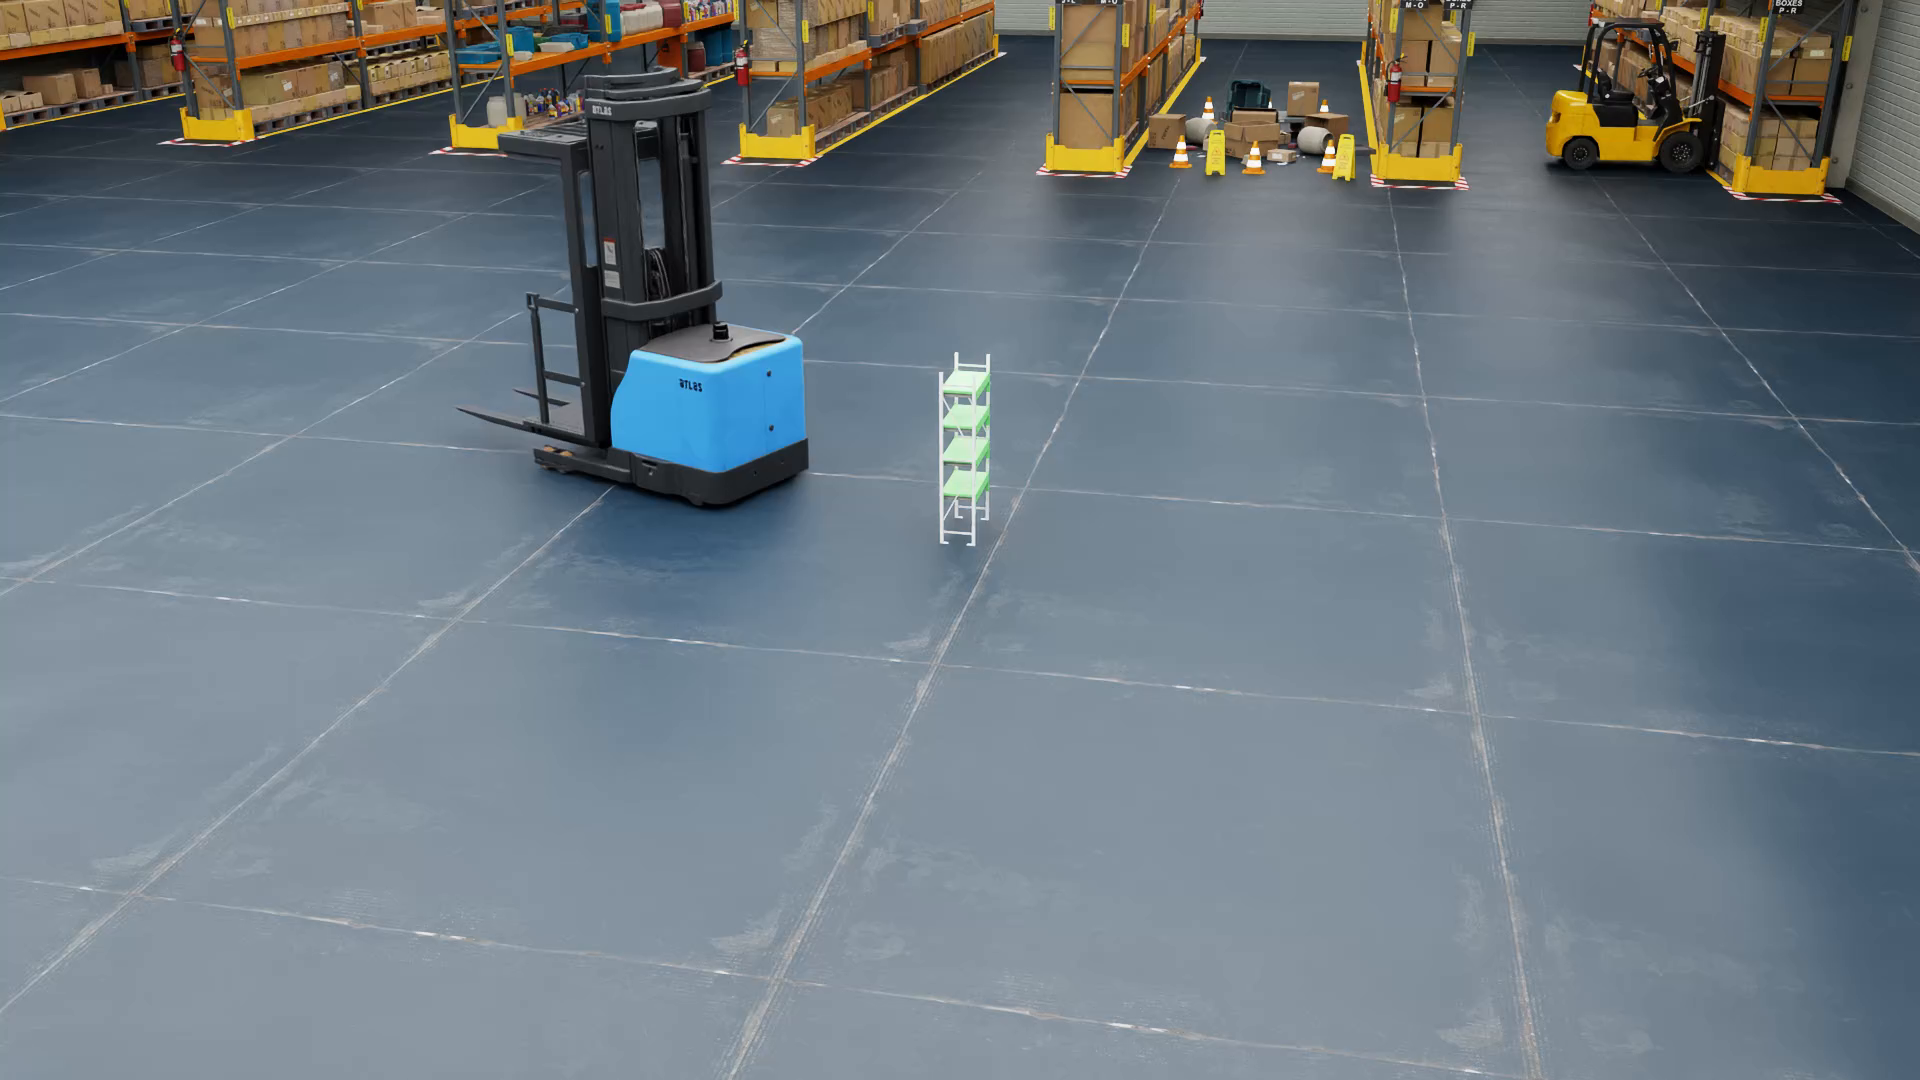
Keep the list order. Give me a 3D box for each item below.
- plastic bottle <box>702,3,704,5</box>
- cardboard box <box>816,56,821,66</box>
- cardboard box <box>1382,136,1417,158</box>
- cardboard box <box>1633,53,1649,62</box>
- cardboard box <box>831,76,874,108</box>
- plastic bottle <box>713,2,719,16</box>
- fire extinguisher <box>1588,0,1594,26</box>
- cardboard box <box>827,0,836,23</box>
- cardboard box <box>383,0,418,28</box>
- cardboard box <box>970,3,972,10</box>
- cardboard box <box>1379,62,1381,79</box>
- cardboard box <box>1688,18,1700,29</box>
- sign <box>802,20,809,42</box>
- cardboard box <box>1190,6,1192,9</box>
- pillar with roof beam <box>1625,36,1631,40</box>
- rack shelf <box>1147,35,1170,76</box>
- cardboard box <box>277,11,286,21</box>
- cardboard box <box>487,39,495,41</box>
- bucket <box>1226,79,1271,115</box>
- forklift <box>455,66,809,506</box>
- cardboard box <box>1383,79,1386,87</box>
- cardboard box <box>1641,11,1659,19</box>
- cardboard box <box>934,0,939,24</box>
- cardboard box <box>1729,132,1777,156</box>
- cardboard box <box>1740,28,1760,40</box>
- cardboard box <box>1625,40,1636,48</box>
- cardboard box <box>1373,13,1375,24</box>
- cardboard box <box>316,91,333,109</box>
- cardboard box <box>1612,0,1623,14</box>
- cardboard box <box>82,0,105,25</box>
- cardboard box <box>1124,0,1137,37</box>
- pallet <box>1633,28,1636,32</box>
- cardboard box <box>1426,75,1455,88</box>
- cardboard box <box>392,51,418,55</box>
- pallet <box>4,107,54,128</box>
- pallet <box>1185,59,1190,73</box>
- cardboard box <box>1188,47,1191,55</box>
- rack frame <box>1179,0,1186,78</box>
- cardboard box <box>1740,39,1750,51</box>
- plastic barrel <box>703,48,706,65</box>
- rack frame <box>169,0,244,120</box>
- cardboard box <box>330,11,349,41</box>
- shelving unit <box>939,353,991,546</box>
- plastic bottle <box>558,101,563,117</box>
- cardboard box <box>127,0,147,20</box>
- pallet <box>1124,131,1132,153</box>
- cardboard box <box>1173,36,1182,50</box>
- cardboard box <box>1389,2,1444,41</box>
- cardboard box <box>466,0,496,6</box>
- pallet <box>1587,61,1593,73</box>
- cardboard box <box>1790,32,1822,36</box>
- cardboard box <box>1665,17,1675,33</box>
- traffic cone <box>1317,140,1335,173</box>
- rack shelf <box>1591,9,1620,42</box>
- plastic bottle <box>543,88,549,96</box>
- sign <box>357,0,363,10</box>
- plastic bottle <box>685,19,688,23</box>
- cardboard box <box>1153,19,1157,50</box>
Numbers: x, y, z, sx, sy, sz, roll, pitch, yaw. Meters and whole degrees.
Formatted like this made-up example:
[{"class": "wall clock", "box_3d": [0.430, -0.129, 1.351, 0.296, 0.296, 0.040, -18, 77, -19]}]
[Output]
[{"class": "plastic bottle", "box_3d": [-5.741, -11.892, 37.133, 0.097, 0.201, 0.097, 0, 22, 0]}, {"class": "cardboard box", "box_3d": [-2.466, -7.738, 26.887, 0.380, 0.149, 0.250, 4, 22, 11]}, {"class": "cardboard box", "box_3d": [6.684, -5.984, 25.315, 0.500, 0.250, 0.500, 4, 22, 11]}, {"class": "cardboard box", "box_3d": [13.600, -9.585, 33.053, 0.380, 0.149, 0.250, 4, 22, 11]}, {"class": "cardboard box", "box_3d": [-1.962, -8.225, 30.519, 0.700, 0.500, 0.500, 3, 22, 7]}, {"class": "plastic bottle", "box_3d": [-5.341, -11.583, 36.264, 0.152, 0.276, 0.135, 4, 22, 11]}, {"class": "fire extinguisher", "box_3d": [14.480, -12.094, 37.971, 0.296, 0.674, 0.183, 4, 22, 11]}, {"class": "cardboard box", "box_3d": [-2.336, -8.689, 27.042, 0.500, 0.500, 0.500, 4, 22, 11]}, {"class": "cardboard box", "box_3d": [-11.315, -10.609, 33.546, 0.500, 0.500, 0.500, 3, 22, 8]}, {"class": "cardboard box", "box_3d": [0.069, -12.139, 37.815, 0.380, 0.149, 0.250, 4, 22, 9]}, {"class": "cardboard box", "box_3d": [8.818, -9.447, 33.076, 0.875, 0.875, 0.875, 5, 22, 12]}, {"class": "cardboard box", "box_3d": [12.366, -8.602, 27.695, 0.380, 0.149, 0.250, 4, 22, 9]}, {"class": "sign", "box_3d": [-2.393, -7.855, 25.684, 0.100, 0.325, 0.005, 4, 22, 11]}, {"class": "cardboard box", "box_3d": [5.150, -12.304, 38.225, 0.380, 0.149, 0.250, 3, 22, 9]}, {"class": "pillar with roof beam", "box_3d": [12.120, -16.242, 39.638, 9.100, 9.000, 0.400, 4, 22, 11]}, {"class": "rack shelf", "box_3d": [3.135, -8.941, 30.501, 1.077, 0.370, 4.000, 4, 22, 11]}, {"class": "cardboard box", "box_3d": [-12.070, -9.197, 29.172, 0.380, 0.149, 0.250, 4, 22, 10]}, {"class": "cardboard box", "box_3d": [-10.306, -10.933, 37.241, 0.500, 0.500, 0.500, 4, 22, 9]}, {"class": "bucket", "box_3d": [4.956, -7.504, 28.318, 0.726, 0.611, 0.620, 13, 15, 29]}, {"class": "forklift", "box_3d": [-2.642, -2.010, 12.421, 3.031, 2.935, 1.130, 14, 26, 32]}, {"class": "cardboard box", "box_3d": [7.021, -7.346, 26.825, 0.380, 0.149, 0.250, 5, 23, 13]}, {"class": "cardboard box", "box_3d": [13.168, -9.824, 31.370, 0.500, 0.250, 0.500, 3, 22, 8]}, {"class": "cardboard box", "box_3d": [-0.722, -11.001, 34.519, 0.500, 0.500, 0.500, 4, 22, 10]}, {"class": "cardboard box", "box_3d": [11.431, -5.716, 23.979, 0.500, 0.250, 0.500, 4, 22, 10]}, {"class": "cardboard box", "box_3d": [11.619, -7.374, 24.248, 0.380, 0.149, 0.250, 5, 22, 12]}, {"class": "cardboard box", "box_3d": [13.812, -10.110, 33.958, 0.380, 0.149, 0.250, 4, 22, 10]}, {"class": "cardboard box", "box_3d": [8.653, -10.542, 33.715, 0.500, 0.250, 0.500, 4, 22, 10]}, {"class": "cardboard box", "box_3d": [-11.885, -8.081, 30.523, 0.500, 0.250, 0.500, 4, 22, 11]}, {"class": "cardboard box", "box_3d": [14.039, -11.209, 34.972, 0.500, 0.250, 0.500, 5, 22, 11]}, {"class": "cardboard box", "box_3d": [-16.545, -9.999, 31.335, 0.500, 0.500, 0.500, 4, 22, 11]}, {"class": "cardboard box", "box_3d": [2.294, -8.186, 26.017, 0.875, 0.550, 0.550, 4, 22, 11]}, {"class": "pallet", "box_3d": [13.662, -9.911, 32.204, 1.003, 0.211, 1.213, 4, 22, 11]}, {"class": "cardboard box", "box_3d": [7.049, -6.731, 24.389, 0.380, 0.149, 0.250, 5, 22, 11]}, {"class": "cardboard box", "box_3d": [-11.482, -9.995, 34.523, 0.500, 0.311, 0.500, 4, 22, 10]}, {"class": "pallet", "box_3d": [-17.256, -7.657, 30.082, 1.003, 0.211, 1.213, 4, 22, 11]}, {"class": "pallet", "box_3d": [4.709, -10.871, 38.063, 1.003, 0.211, 1.213, 4, 22, 11]}, {"class": "cardboard box", "box_3d": [5.050, -11.151, 37.883, 0.380, 0.149, 0.250, 5, 22, 11]}, {"class": "rack frame", "box_3d": [4.359, -11.469, 35.815, 1.000, 3.000, 0.127, 4, 22, 11]}, {"class": "cardboard box", "box_3d": [11.640, -7.235, 24.301, 0.380, 0.149, 0.250, 4, 22, 9]}, {"class": "plastic barrel", "box_3d": [-5.799, -10.646, 36.539, 0.421, 0.512, 0.421, 0, 22, 0]}, {"class": "rack frame", "box_3d": [-12.621, -8.252, 27.827, 1.000, 3.000, 0.127, 4, 22, 11]}, {"class": "cardboard box", "box_3d": [-11.890, -9.598, 31.036, 0.700, 0.500, 0.500, 4, 22, 10]}, {"class": "shelving unit", "box_3d": [0.034, -0.617, 11.280, 0.258, 1.200, 0.503, 4, 22, 11]}, {"class": "plastic bottle", "box_3d": [-7.028, -7.576, 29.212, 0.097, 0.271, 0.097, 0, 22, 0]}, {"class": "cardboard box", "box_3d": [-16.518, -10.525, 32.748, 0.700, 0.500, 0.500, 5, 22, 11]}, {"class": "pallet", "box_3d": [2.248, -6.530, 27.284, 1.003, 0.211, 1.213, 4, 22, 11]}, {"class": "cardboard box", "box_3d": [4.455, -10.560, 35.339, 0.500, 0.250, 0.500, 4, 22, 9]}, {"class": "cardboard box", "box_3d": [6.668, -7.591, 24.317, 0.700, 0.500, 0.500, 4, 22, 10]}, {"class": "cardboard box", "box_3d": [-10.597, -11.977, 36.382, 0.700, 0.500, 0.500, 9, 24, 21]}, {"class": "pallet", "box_3d": [14.725, -10.601, 37.394, 1.003, 0.211, 1.213, 4, 22, 11]}, {"class": "cardboard box", "box_3d": [12.041, -7.145, 23.679, 0.380, 0.149, 0.250, 5, 22, 12]}, {"class": "cardboard box", "box_3d": [12.837, -9.124, 29.525, 0.500, 0.250, 0.500, 5, 23, 13]}, {"class": "traffic cone", "box_3d": [5.602, -5.818, 25.181, 0.336, 0.463, 0.334, 4, 22, 11]}, {"class": "rack shelf", "box_3d": [14.494, -11.149, 35.984, 1.077, 0.370, 4.000, 4, 22, 11]}, {"class": "plastic bottle", "box_3d": [-7.528, -8.047, 30.276, 0.144, 0.351, 0.185, 5, 22, 12]}, {"class": "sign", "box_3d": [-11.261, -10.111, 31.179, 0.100, 0.325, 0.005, 4, 22, 11]}, {"class": "plastic bottle", "box_3d": [-5.736, -10.874, 34.505, 0.152, 0.276, 0.135, 4, 22, 11]}, {"class": "cardboard box", "box_3d": [3.200, -8.946, 29.417, 0.500, 0.500, 0.500, 5, 22, 11]}]
